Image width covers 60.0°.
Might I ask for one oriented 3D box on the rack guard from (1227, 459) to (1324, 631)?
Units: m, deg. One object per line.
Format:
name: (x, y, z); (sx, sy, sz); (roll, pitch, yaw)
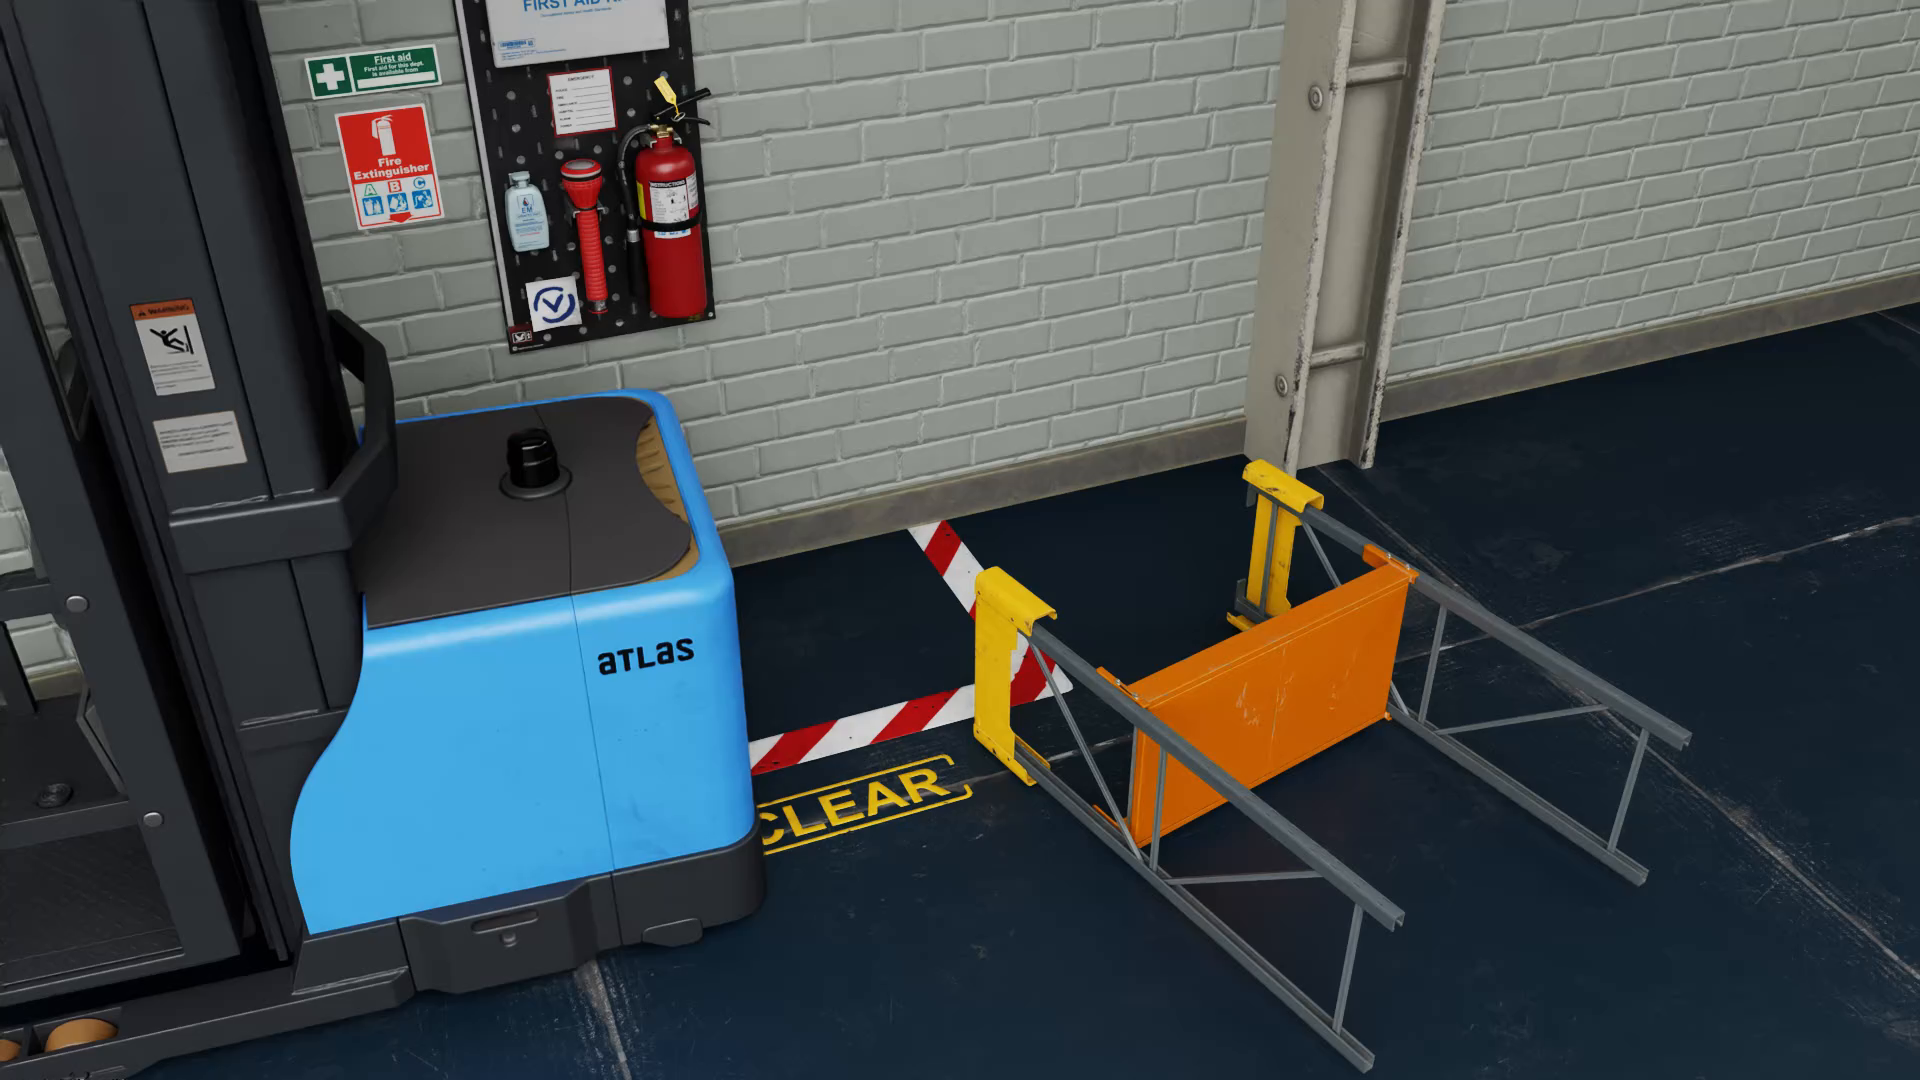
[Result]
rack guard: (0.958, 0.064, 5.084); (0.087, 0.587, 0.250); (-21, 39, -29)

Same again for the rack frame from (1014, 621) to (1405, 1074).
rack frame: (0.495, 0.666, 4.165); (0.032, 0.500, 1.500); (-21, 39, -29)

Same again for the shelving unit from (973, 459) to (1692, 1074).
shelving unit: (0.916, 0.502, 4.417); (1.083, 0.587, 1.500); (-21, 39, -29)

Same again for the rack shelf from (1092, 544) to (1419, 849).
rack shelf: (0.804, 0.424, 4.535); (1.000, 0.538, 0.185); (-21, 39, -29)

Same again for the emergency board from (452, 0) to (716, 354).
emergency board: (-0.999, -1.064, 4.634); (0.643, 1.169, 0.194); (-13, 35, -19)

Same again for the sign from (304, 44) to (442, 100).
sign: (-1.541, -1.232, 4.375); (0.331, 0.109, 0.001); (-13, 35, -19)

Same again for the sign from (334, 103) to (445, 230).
sign: (-1.548, -1.014, 4.525); (0.234, 0.329, 0.001); (-13, 35, -19)

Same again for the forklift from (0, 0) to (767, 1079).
forklift: (-2.069, -0.258, 3.460); (3.031, 2.935, 1.130); (-10, 34, -14)

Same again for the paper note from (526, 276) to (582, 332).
paper note: (-1.189, -0.692, 4.870); (0.142, 0.148, 0.016); (-13, 35, -19)

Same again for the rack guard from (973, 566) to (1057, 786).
rack guard: (0.147, 0.380, 4.599); (0.087, 0.587, 0.250); (-21, 39, -29)

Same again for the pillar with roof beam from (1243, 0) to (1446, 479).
pillar with roof beam: (2.961, -1.916, 0.443); (0.400, 9.000, 9.100); (-13, 35, -19)

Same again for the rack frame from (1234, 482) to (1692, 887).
rack frame: (1.322, 0.344, 4.660); (0.032, 0.500, 1.500); (-21, 39, -29)
